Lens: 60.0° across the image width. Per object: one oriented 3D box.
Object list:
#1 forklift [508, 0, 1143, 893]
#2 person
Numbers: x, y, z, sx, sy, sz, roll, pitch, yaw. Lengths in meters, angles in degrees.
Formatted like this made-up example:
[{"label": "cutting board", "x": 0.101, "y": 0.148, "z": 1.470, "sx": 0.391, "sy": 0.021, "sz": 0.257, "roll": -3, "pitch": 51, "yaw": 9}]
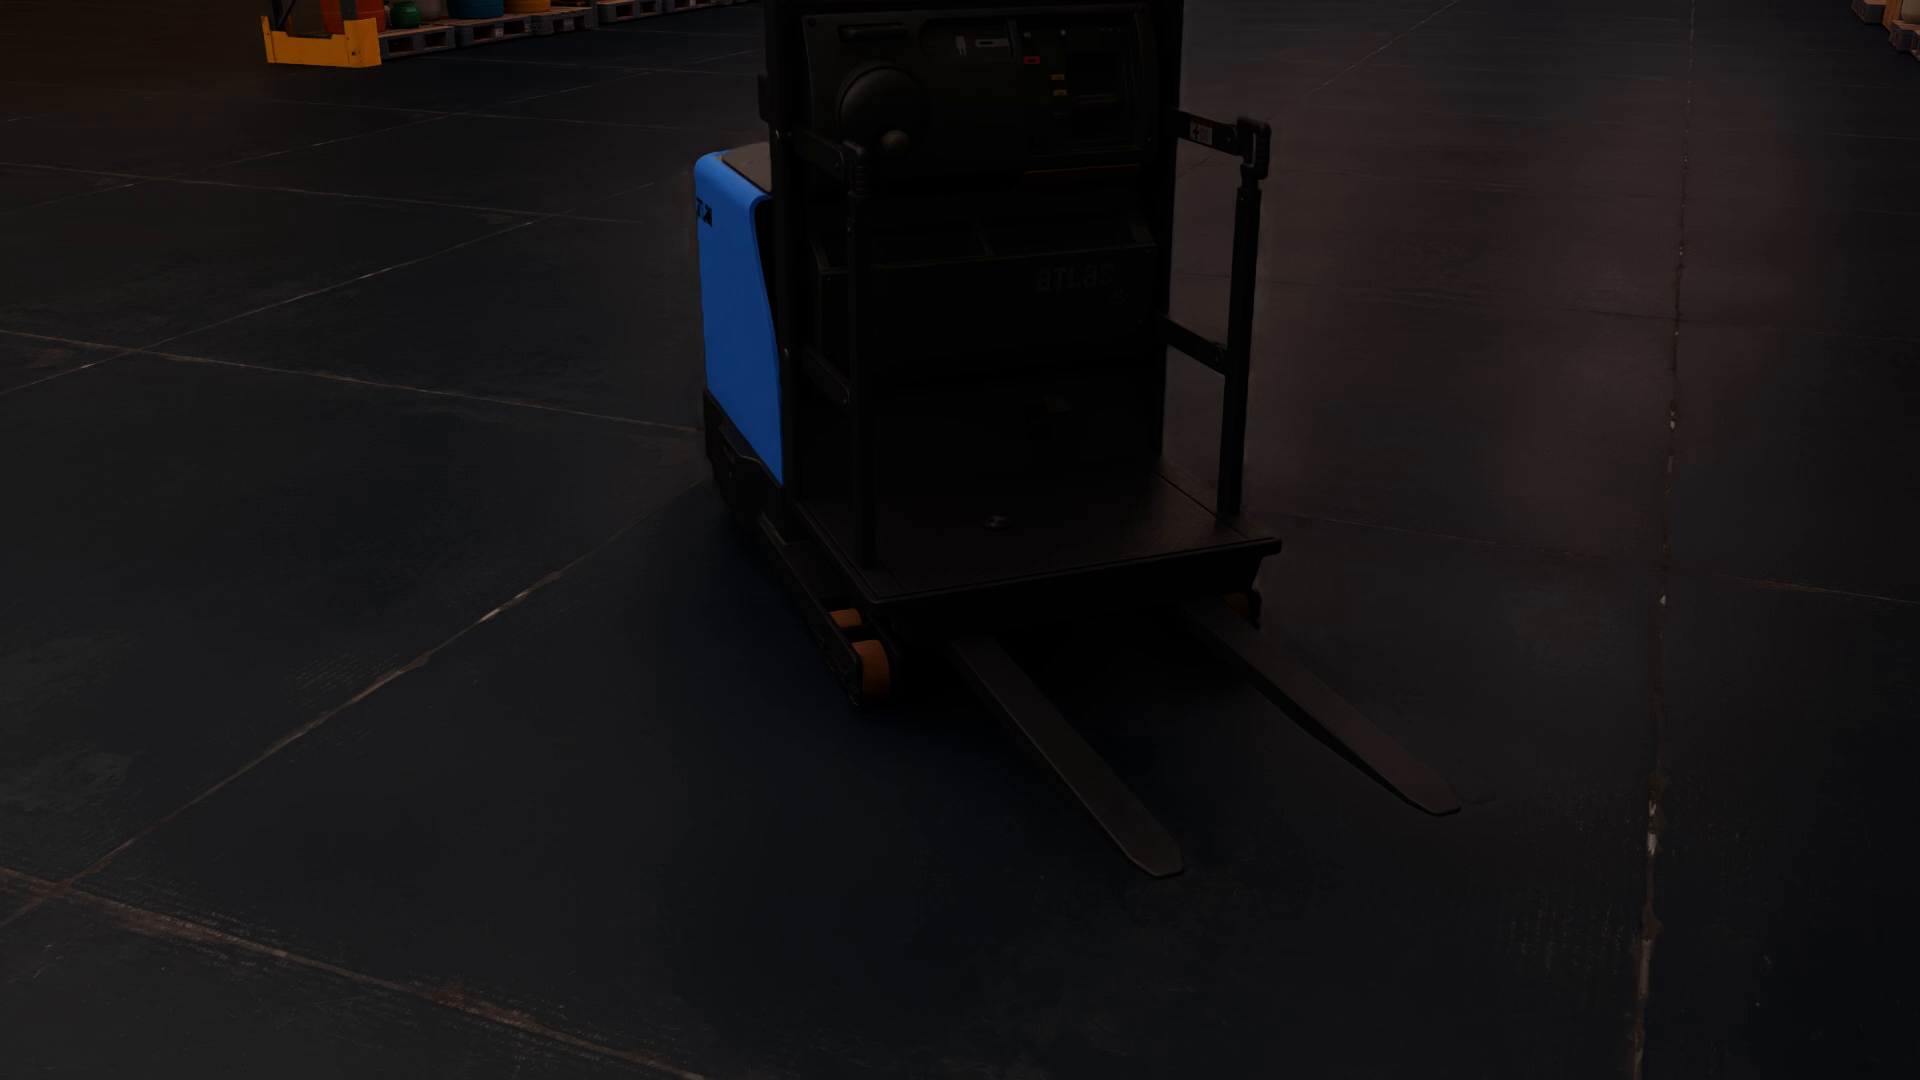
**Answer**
[{"label": "forklift", "x": -0.211, "y": -1.111, "z": 3.952, "sx": 1.130, "sy": 2.935, "sz": 3.031, "roll": 5, "pitch": 23, "yaw": 11}, {"label": "person", "x": 0.727, "y": -1.719, "z": 6.907, "sx": 0.454, "sy": 1.777, "sz": 0.608, "roll": 5, "pitch": 23, "yaw": 12}]
